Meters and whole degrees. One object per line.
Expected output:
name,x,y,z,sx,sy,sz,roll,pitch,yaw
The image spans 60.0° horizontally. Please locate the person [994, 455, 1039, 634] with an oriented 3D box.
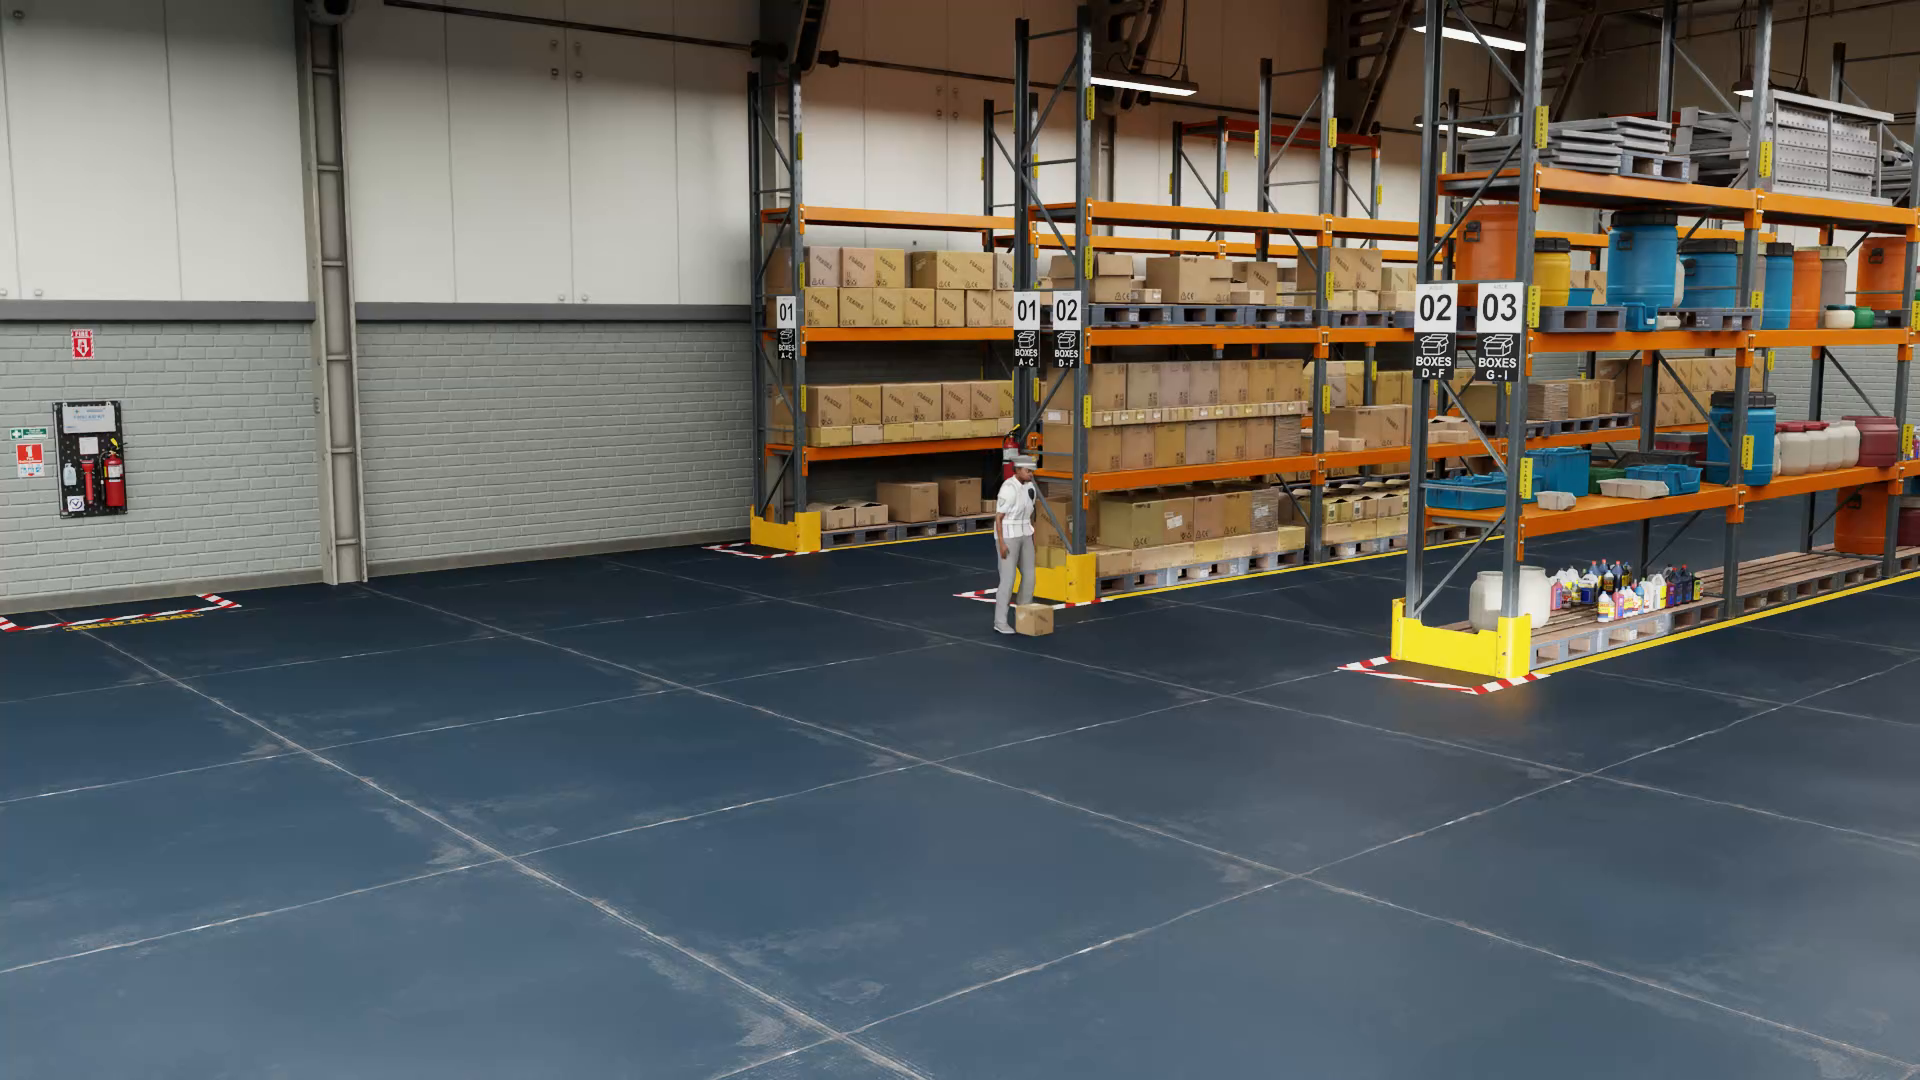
person,0.541,0.028,15.591,0.516,1.655,0.427,-7,10,-43
